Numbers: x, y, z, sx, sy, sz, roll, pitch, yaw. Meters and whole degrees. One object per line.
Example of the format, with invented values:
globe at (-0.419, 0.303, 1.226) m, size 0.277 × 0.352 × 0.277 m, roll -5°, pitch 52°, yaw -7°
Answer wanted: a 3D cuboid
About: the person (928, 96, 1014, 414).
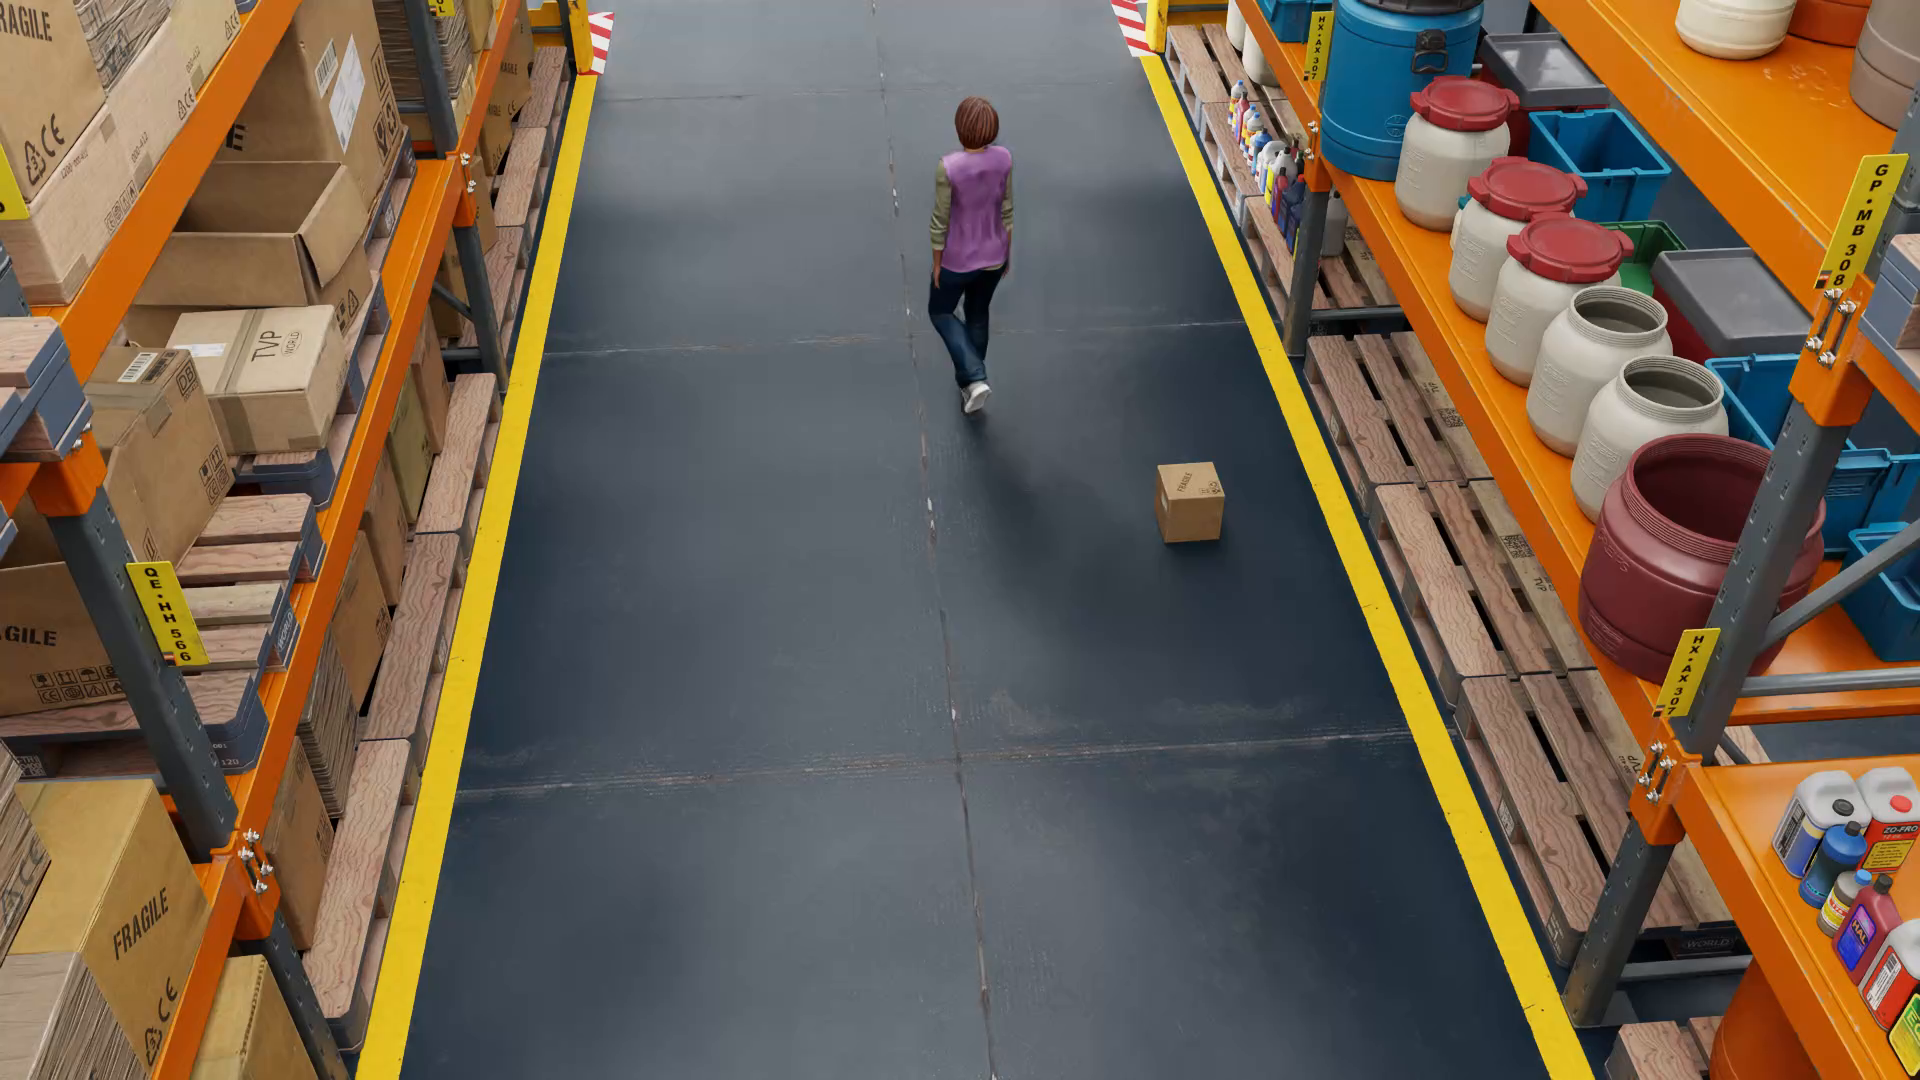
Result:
person at (0.069, -1.272, 7.665) m, size 0.411 × 1.581 × 0.557 m, roll -14°, pitch 42°, yaw -16°
